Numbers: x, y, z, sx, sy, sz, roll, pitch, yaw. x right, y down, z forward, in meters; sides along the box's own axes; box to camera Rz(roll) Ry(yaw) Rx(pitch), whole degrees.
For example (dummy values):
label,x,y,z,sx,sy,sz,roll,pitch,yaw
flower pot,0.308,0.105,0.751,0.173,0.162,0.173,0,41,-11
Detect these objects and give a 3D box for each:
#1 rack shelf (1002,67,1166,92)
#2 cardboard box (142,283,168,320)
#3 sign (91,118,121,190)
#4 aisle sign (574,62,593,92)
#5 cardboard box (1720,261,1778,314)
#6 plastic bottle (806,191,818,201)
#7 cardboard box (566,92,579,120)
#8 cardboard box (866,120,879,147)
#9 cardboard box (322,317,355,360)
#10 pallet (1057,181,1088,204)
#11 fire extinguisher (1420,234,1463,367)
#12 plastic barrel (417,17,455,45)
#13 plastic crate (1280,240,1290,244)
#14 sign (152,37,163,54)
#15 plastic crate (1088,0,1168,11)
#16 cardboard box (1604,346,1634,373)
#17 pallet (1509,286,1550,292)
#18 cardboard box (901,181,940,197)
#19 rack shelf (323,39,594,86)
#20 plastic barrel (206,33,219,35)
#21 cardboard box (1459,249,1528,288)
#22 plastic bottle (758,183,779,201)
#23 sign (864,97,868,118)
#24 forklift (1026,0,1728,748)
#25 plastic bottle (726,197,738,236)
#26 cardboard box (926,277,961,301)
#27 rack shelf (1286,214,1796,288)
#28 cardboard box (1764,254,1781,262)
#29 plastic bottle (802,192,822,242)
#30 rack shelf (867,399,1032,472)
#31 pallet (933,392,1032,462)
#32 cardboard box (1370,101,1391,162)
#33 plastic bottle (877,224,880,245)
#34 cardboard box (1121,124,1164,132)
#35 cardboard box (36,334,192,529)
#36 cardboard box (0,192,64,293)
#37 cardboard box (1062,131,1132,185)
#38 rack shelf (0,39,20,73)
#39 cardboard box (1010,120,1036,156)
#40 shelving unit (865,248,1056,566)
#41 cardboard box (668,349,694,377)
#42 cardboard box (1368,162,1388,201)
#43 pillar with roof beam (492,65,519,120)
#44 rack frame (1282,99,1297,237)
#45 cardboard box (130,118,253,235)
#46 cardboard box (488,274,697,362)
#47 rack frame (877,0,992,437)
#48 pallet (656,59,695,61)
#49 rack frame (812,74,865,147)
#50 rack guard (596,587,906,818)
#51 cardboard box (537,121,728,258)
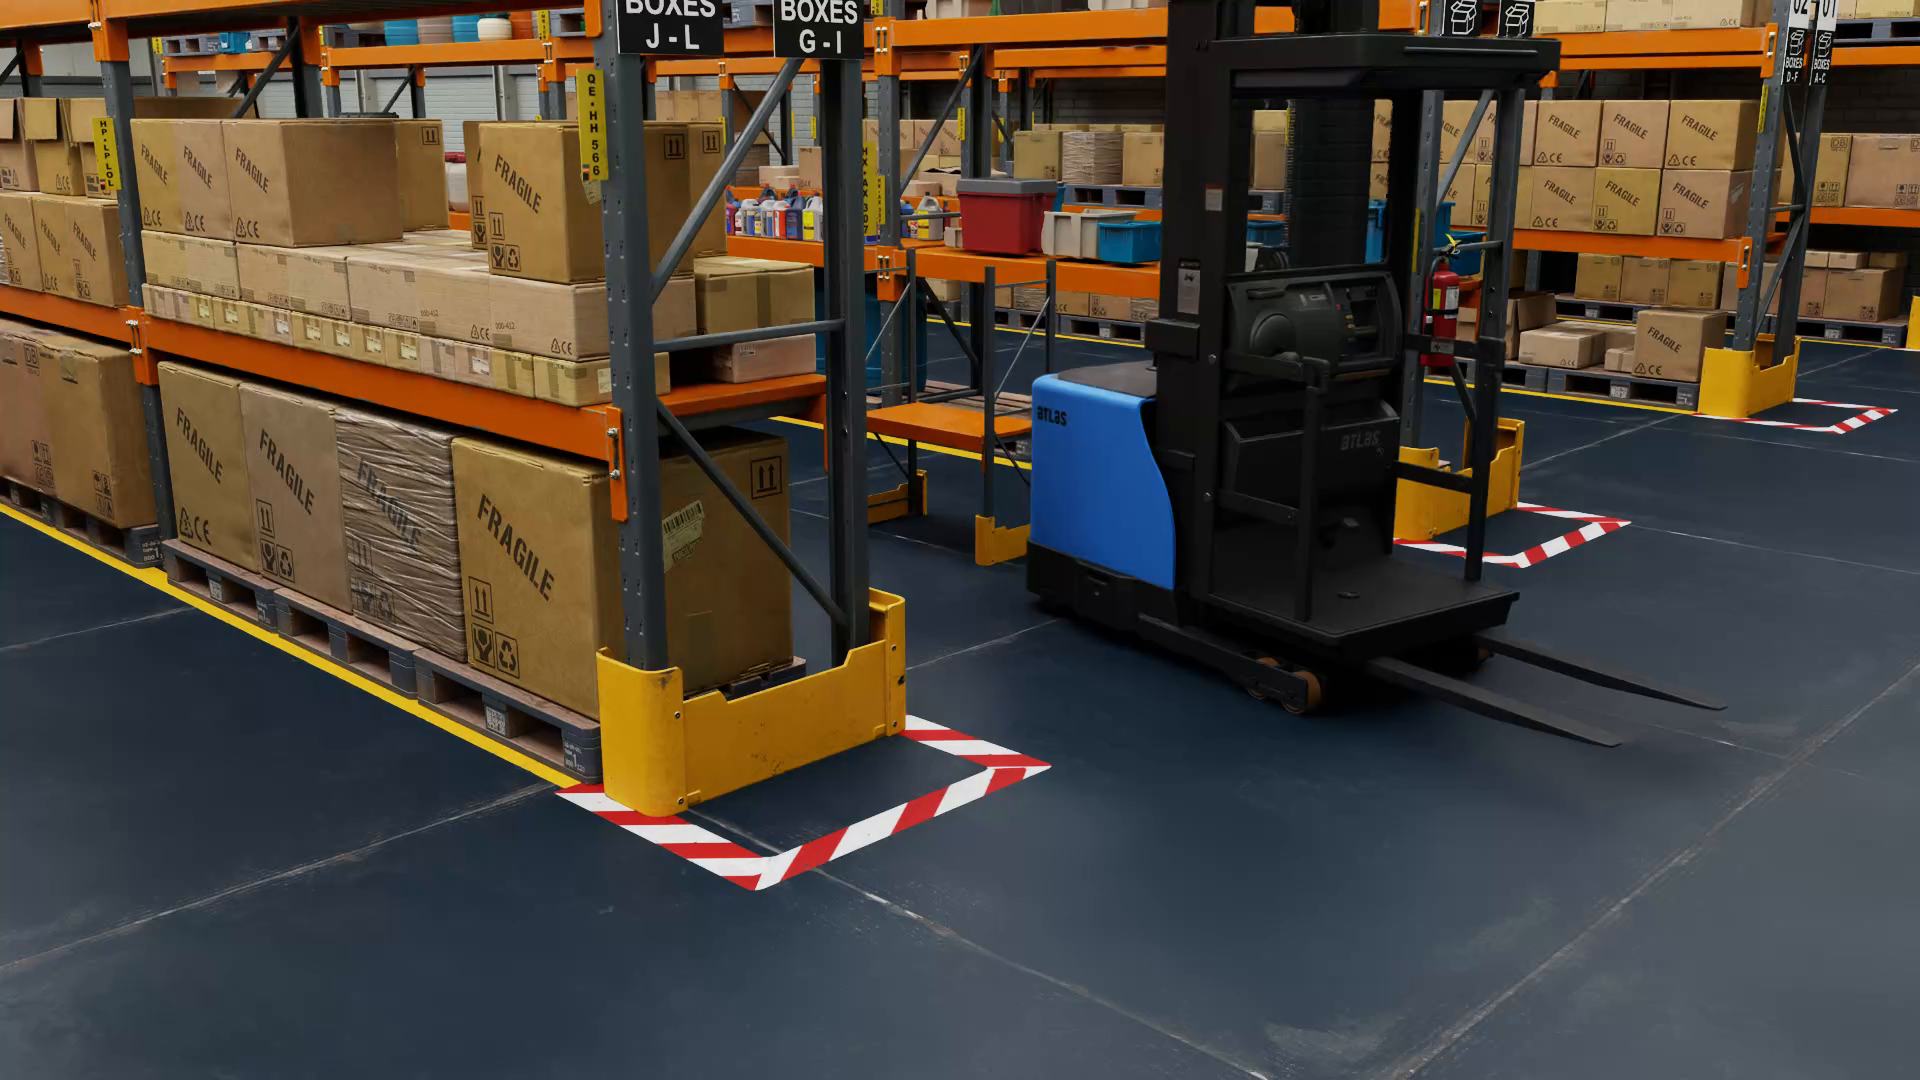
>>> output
label,x,y,z,sx,sy,sz,roll,pitch,yaw
rack shelf,2.393,-6.227,22.359,4.000,0.370,1.077,14,20,42
cardboard box,-3.620,-1.143,7.866,0.250,0.149,0.380,14,20,42
sign,-3.972,-1.798,7.744,0.005,0.325,0.100,14,20,42
aisle sign,-5.205,-6.597,23.144,0.004,0.787,0.394,14,20,42
cardboard box,8.296,-2.647,17.266,0.500,0.500,0.700,13,19,40
plastic bottle,-1.086,-2.411,12.336,0.185,0.351,0.144,14,20,42
cardboard box,-4.997,-5.857,22.689,0.500,0.500,0.700,14,20,42
cardboard box,-1.075,-6.156,25.378,0.500,0.500,0.500,13,19,40
cardboard box,-2.308,-0.825,6.647,0.380,0.149,0.250,-14,20,-43
pallet,0.934,-3.675,17.468,1.003,0.211,1.213,14,20,42
fire extinguisher,2.508,-1.248,8.668,0.183,0.674,0.296,14,20,42
plastic barrel,-4.936,-5.205,16.018,0.600,0.901,0.600,0,15,0
plastic crate,2.104,-1.770,10.178,0.298,0.136,0.250,14,20,42
sign,-9.188,-5.732,19.016,0.005,0.325,0.100,14,20,42
plastic crate,1.056,-3.216,9.899,0.530,0.136,0.437,14,20,42
cardboard box,5.365,-1.453,13.307,0.250,0.166,0.380,14,20,42
pallet,6.104,-2.845,19.434,1.213,0.211,1.003,14,20,42
cardboard box,-0.442,-3.859,18.293,0.250,0.149,0.380,14,20,42
rack shelf,-4.483,-4.429,15.458,4.000,0.370,1.077,14,20,42
plastic barrel,-8.365,-6.176,19.052,0.708,0.830,0.600,14,20,42
cardboard box,6.154,-3.327,19.181,0.750,0.750,0.750,14,20,43
plastic bottle,-1.548,-2.723,13.530,0.185,0.351,0.144,14,20,42
sign,-1.527,-6.984,26.864,0.005,0.325,0.100,14,20,42
forklift,1.558,-0.888,6.529,1.130,2.935,3.031,-10,18,-33
plastic bottle,-1.760,-2.478,12.723,0.133,0.283,0.061,14,20,42
cardboard box,-0.151,-2.794,18.327,0.500,0.250,0.500,-14,20,-43
rack shelf,4.716,-2.476,13.911,4.000,0.370,1.077,14,20,42
cardboard box,8.519,-2.977,17.245,0.250,0.149,0.380,14,20,43
plastic bottle,-1.053,-2.353,12.111,0.185,0.351,0.144,14,20,42
rack shelf,-0.061,-0.567,8.846,1.000,0.185,0.538,14,20,42
pallet,0.392,-0.804,11.600,1.213,0.211,1.003,14,20,42
cardboard box,3.792,-3.482,14.166,0.500,0.500,0.500,13,19,40
plastic bottle,-0.599,-2.215,11.879,0.097,0.201,0.097,0,15,0
cardboard box,2.575,-5.329,22.365,0.500,0.500,0.700,14,20,42
cardboard box,-4.077,-0.660,8.896,0.875,0.875,1.225,14,20,42
cardboard box,-4.861,-1.635,9.060,0.500,0.500,0.500,13,20,42
cardboard box,1.455,-3.841,16.693,0.700,0.500,0.500,-10,18,-34
rack shelf,-7.921,-3.530,12.008,4.000,0.370,1.077,14,20,42
cardboard box,0.760,-5.894,24.373,0.500,0.500,0.500,13,19,41
shelving unit,-0.055,-0.739,8.794,1.083,1.500,0.587,14,20,42
cardboard box,-0.935,-0.721,6.250,0.250,0.149,0.380,13,20,41
cardboard box,3.825,-2.994,14.277,0.500,0.500,0.500,14,20,43
pillar with roof beam,-12.449,-10.430,31.114,0.400,9.000,9.100,14,20,42
rack frame,3.277,-3.174,15.163,0.127,3.000,1.000,14,20,42
cardboard box,-3.435,-1.680,7.652,0.500,0.500,0.500,14,20,42
cardboard box,-1.256,-0.784,5.700,0.500,0.250,0.500,13,20,41
rack frame,-0.164,-2.275,11.715,0.127,3.000,1.000,14,20,42
pallet,-3.988,-6.341,21.544,1.213,0.211,1.003,14,20,42
rack frame,-1.926,-6.174,26.677,0.127,3.000,1.000,14,20,42
rack guard,-0.705,0.538,5.877,0.348,0.500,1.175,14,20,42
cardboard box,-1.241,-1.331,6.311,0.500,0.500,0.500,13,19,41
